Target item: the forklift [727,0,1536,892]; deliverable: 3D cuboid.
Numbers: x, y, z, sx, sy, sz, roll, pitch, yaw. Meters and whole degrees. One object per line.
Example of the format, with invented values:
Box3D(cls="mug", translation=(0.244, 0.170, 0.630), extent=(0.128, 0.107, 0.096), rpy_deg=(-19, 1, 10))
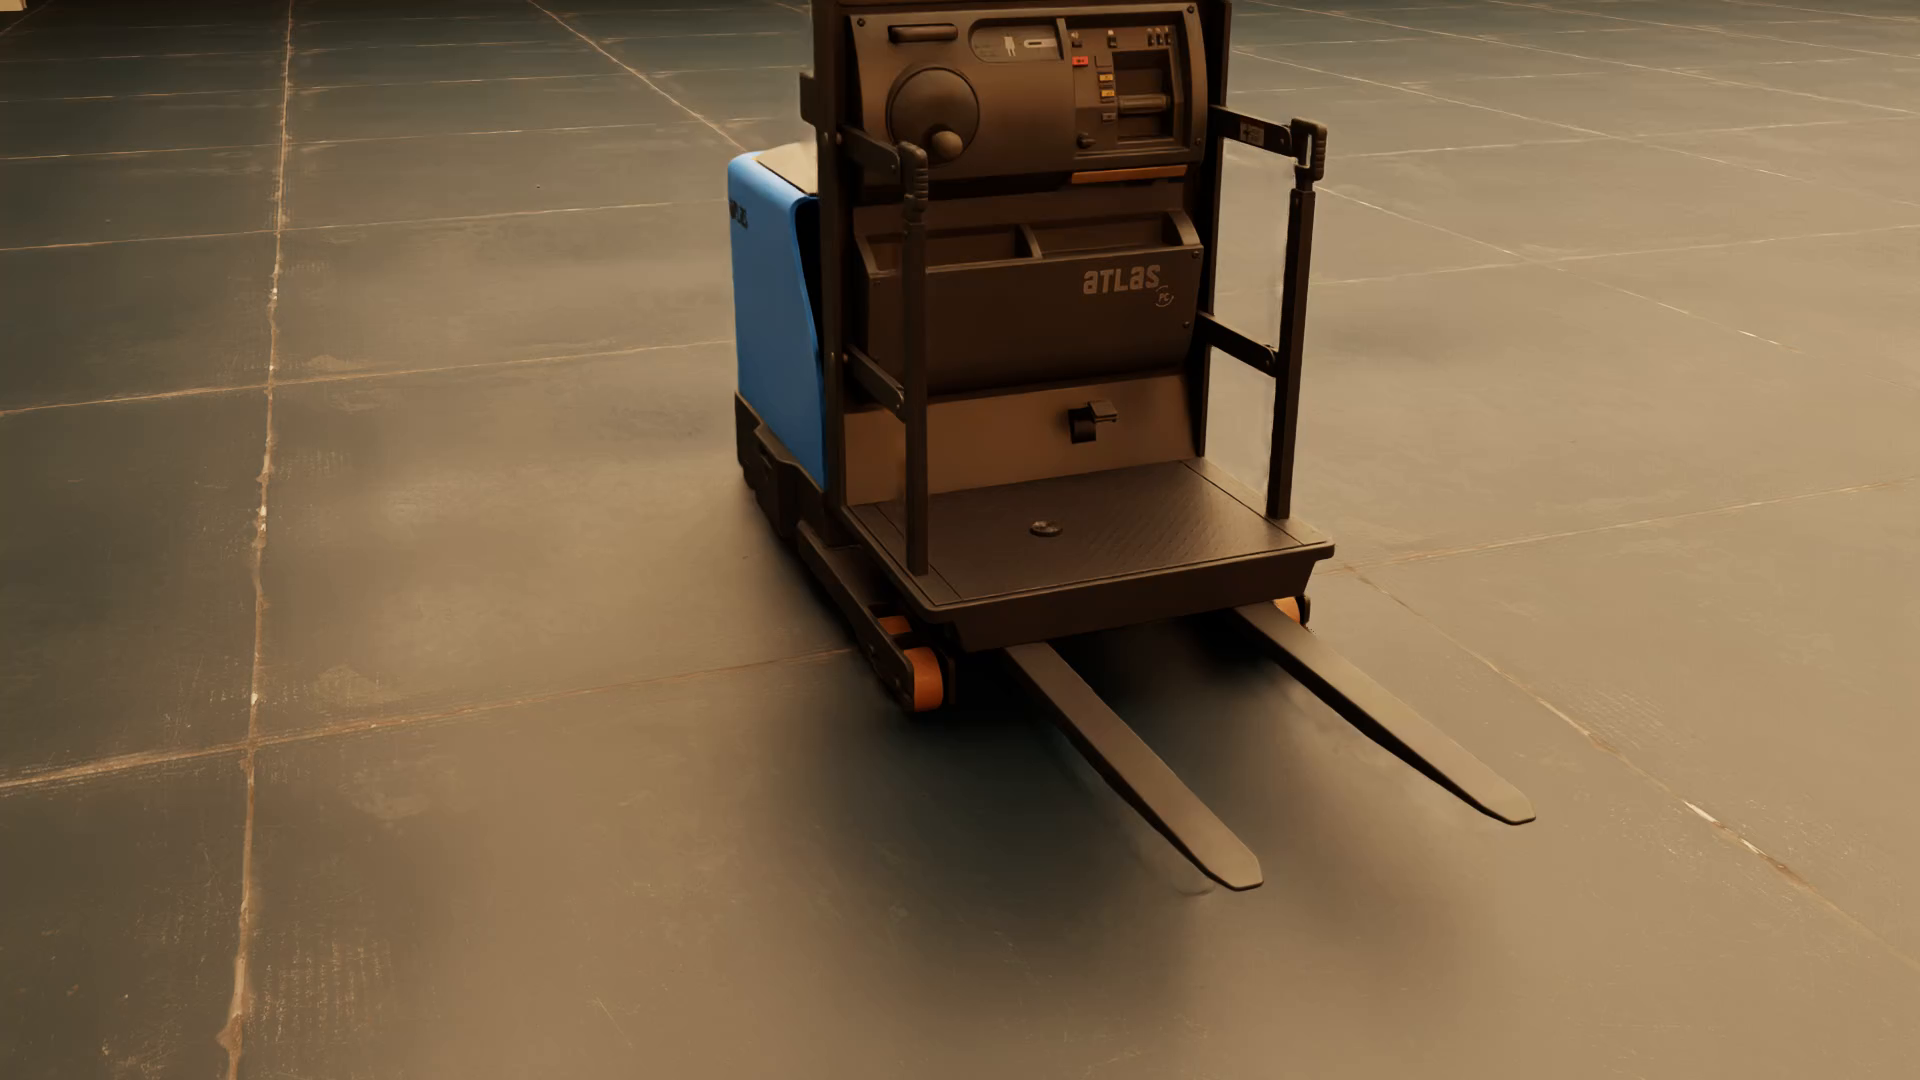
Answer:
Box3D(cls="forklift", translation=(0.263, -1.108, 3.933), extent=(1.130, 2.935, 3.031), rpy_deg=(-9, 24, -19))
